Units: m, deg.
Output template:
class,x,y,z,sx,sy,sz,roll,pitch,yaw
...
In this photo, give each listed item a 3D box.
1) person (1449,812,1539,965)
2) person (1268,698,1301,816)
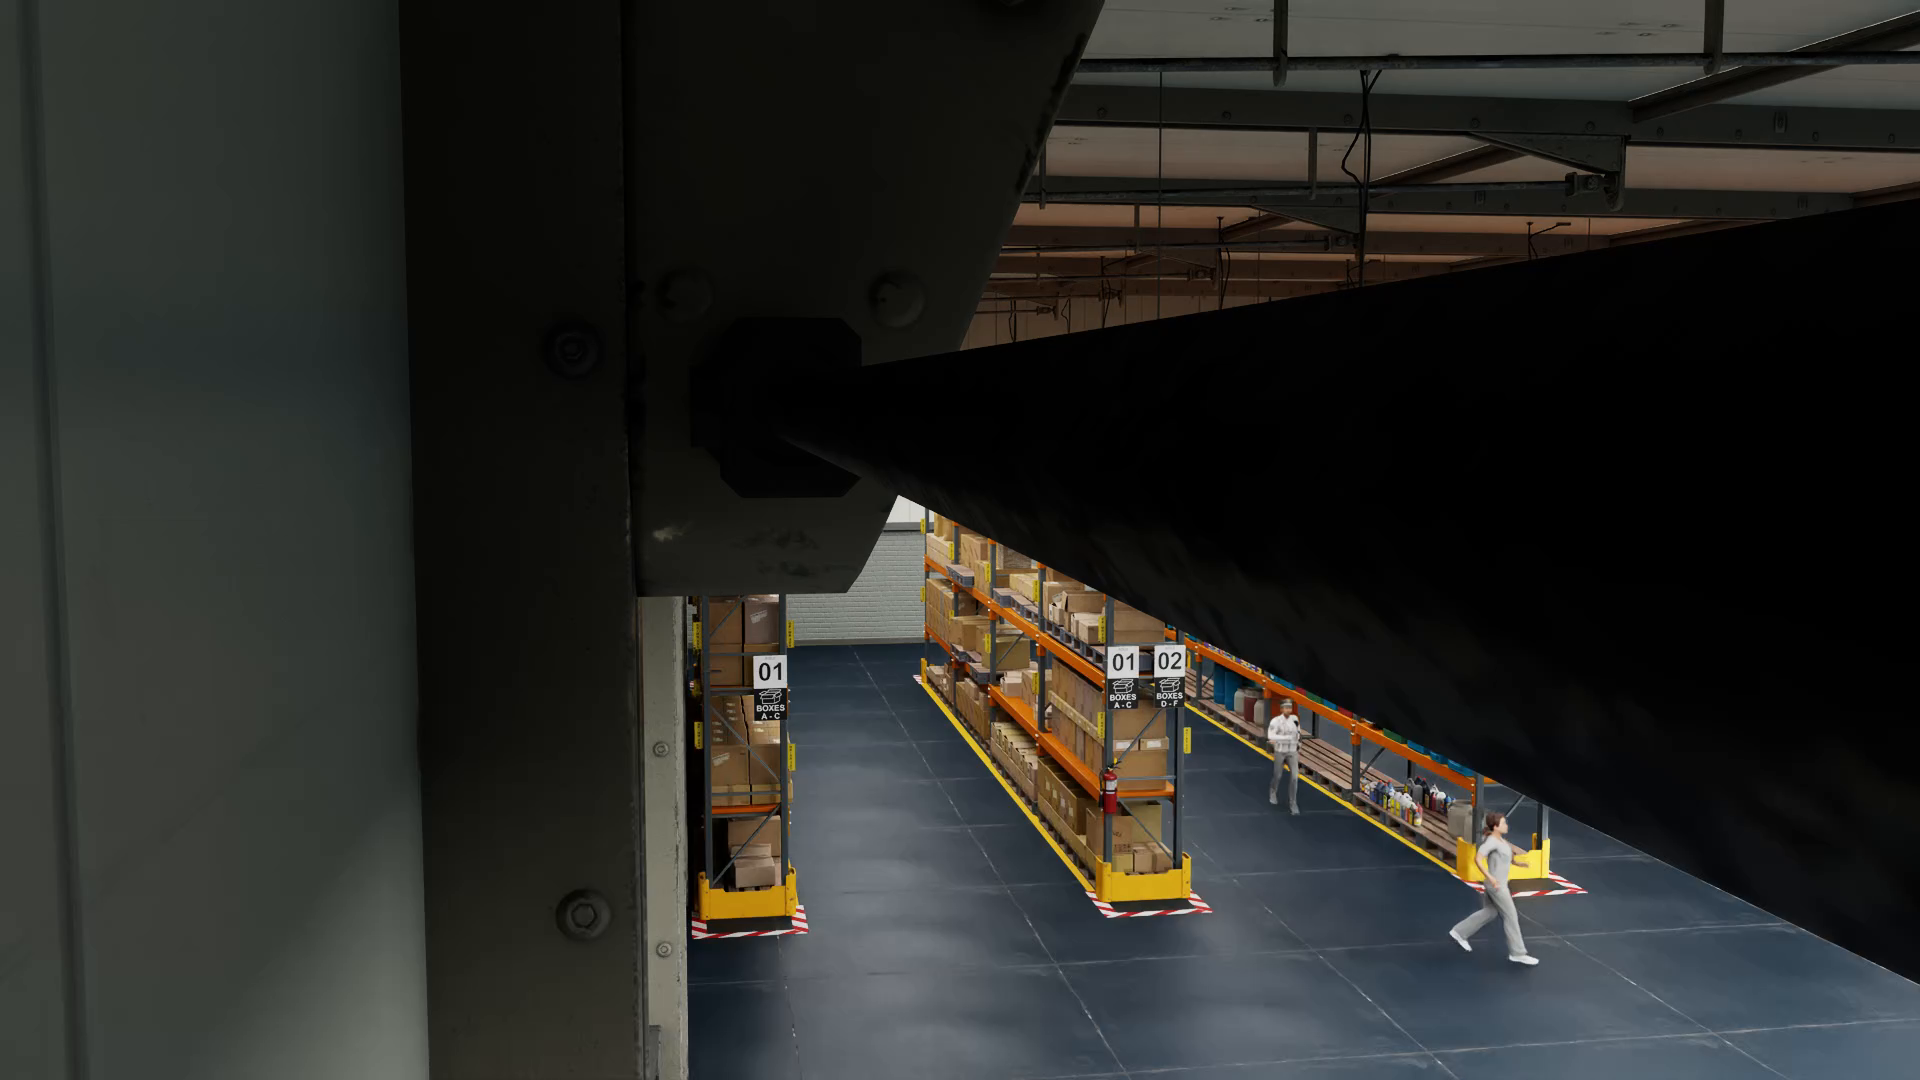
class,x,y,z,sx,sy,sz,roll,pitch,yaw
person,5.949,3.843,18.489,0.964,1.652,0.579,2,5,21
person,4.932,3.252,25.297,0.612,1.748,0.805,-1,5,-9
